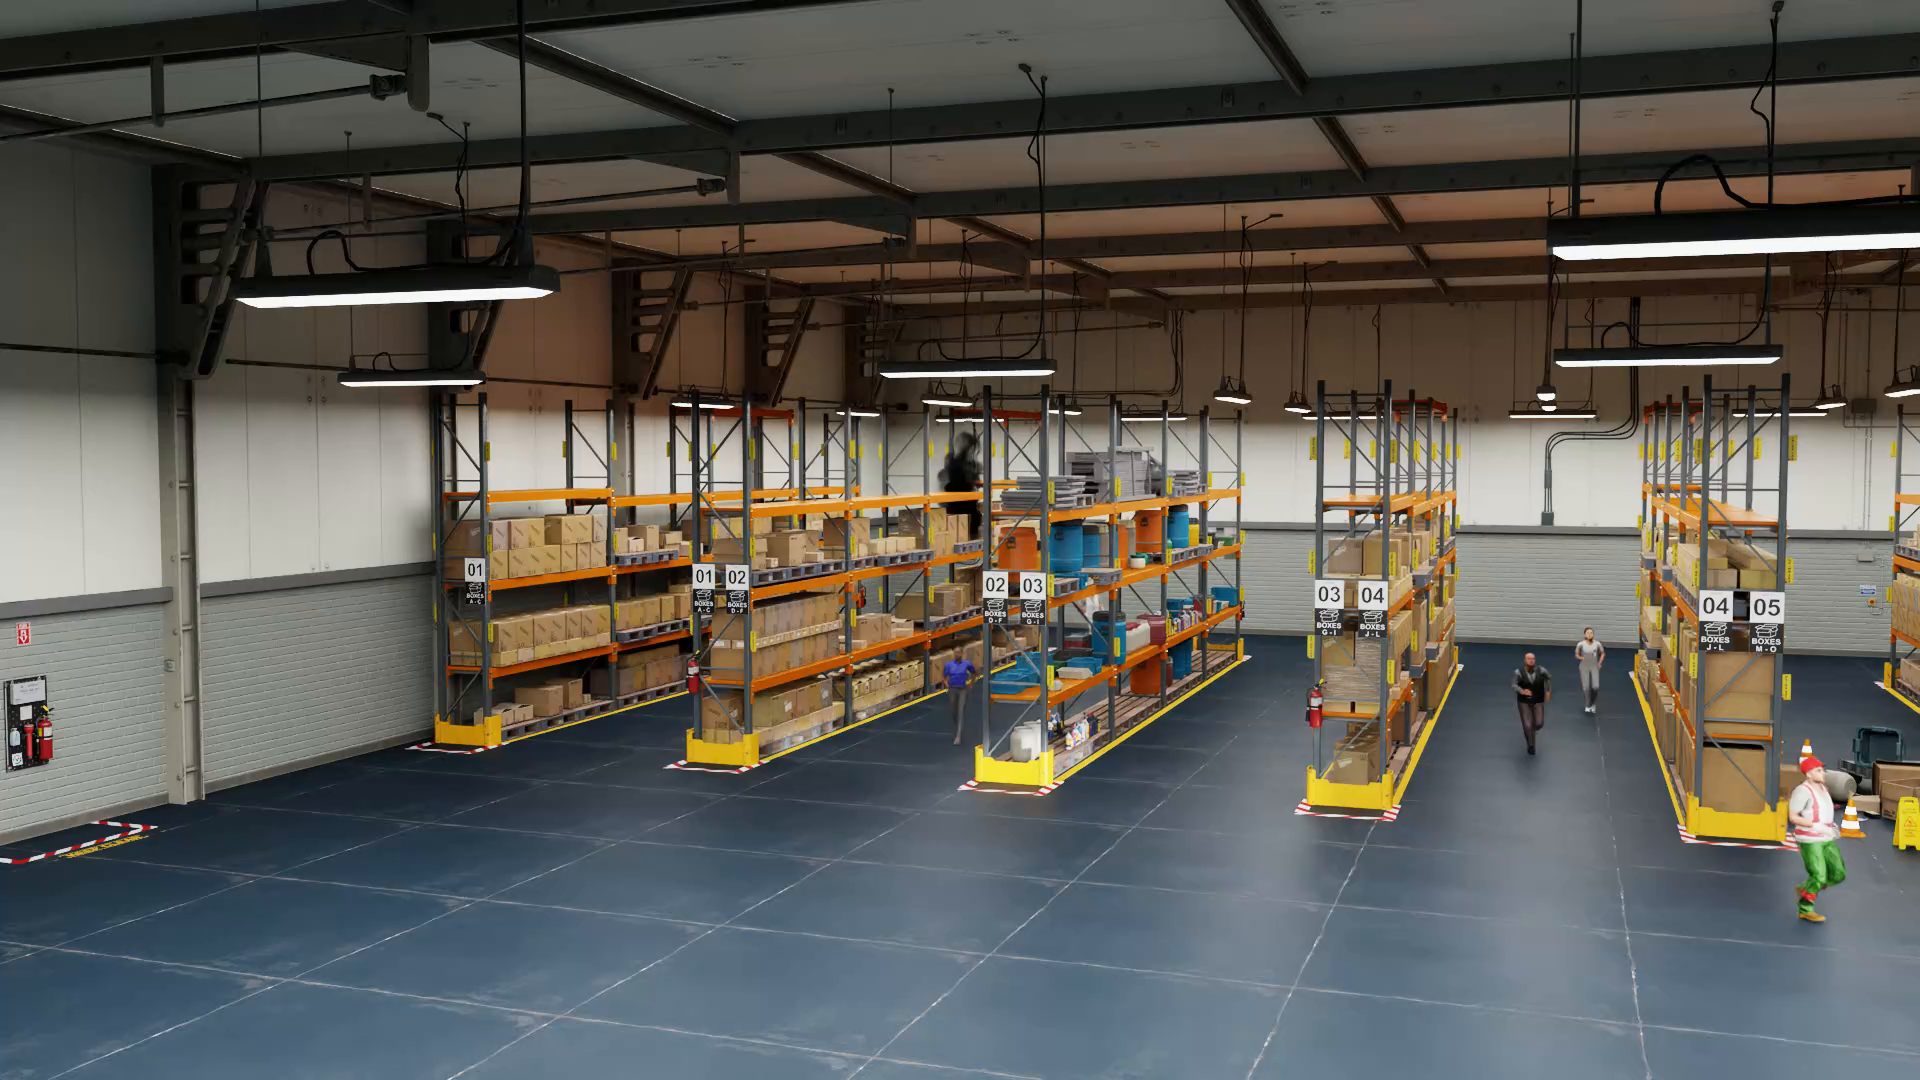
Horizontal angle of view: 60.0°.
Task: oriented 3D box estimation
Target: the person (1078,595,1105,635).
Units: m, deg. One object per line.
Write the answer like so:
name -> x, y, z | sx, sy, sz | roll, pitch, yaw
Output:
person -> 3.317, 1.939, 41.541 | 0.661, 1.709, 0.562 | -1, 3, -24

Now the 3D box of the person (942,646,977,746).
person -> -0.019, 2.653, 28.669 | 0.587, 1.655, 0.902 | 1, 3, 11

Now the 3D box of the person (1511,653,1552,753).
person -> 9.481, 2.707, 27.539 | 0.698, 1.672, 0.643 | 0, 3, 9

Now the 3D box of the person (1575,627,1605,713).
person -> 12.007, 2.483, 31.685 | 0.552, 1.631, 0.577 | 1, 3, 17

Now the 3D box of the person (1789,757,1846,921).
person -> 9.119, 3.183, 17.657 | 0.648, 1.740, 0.596 | -2, 3, -28
